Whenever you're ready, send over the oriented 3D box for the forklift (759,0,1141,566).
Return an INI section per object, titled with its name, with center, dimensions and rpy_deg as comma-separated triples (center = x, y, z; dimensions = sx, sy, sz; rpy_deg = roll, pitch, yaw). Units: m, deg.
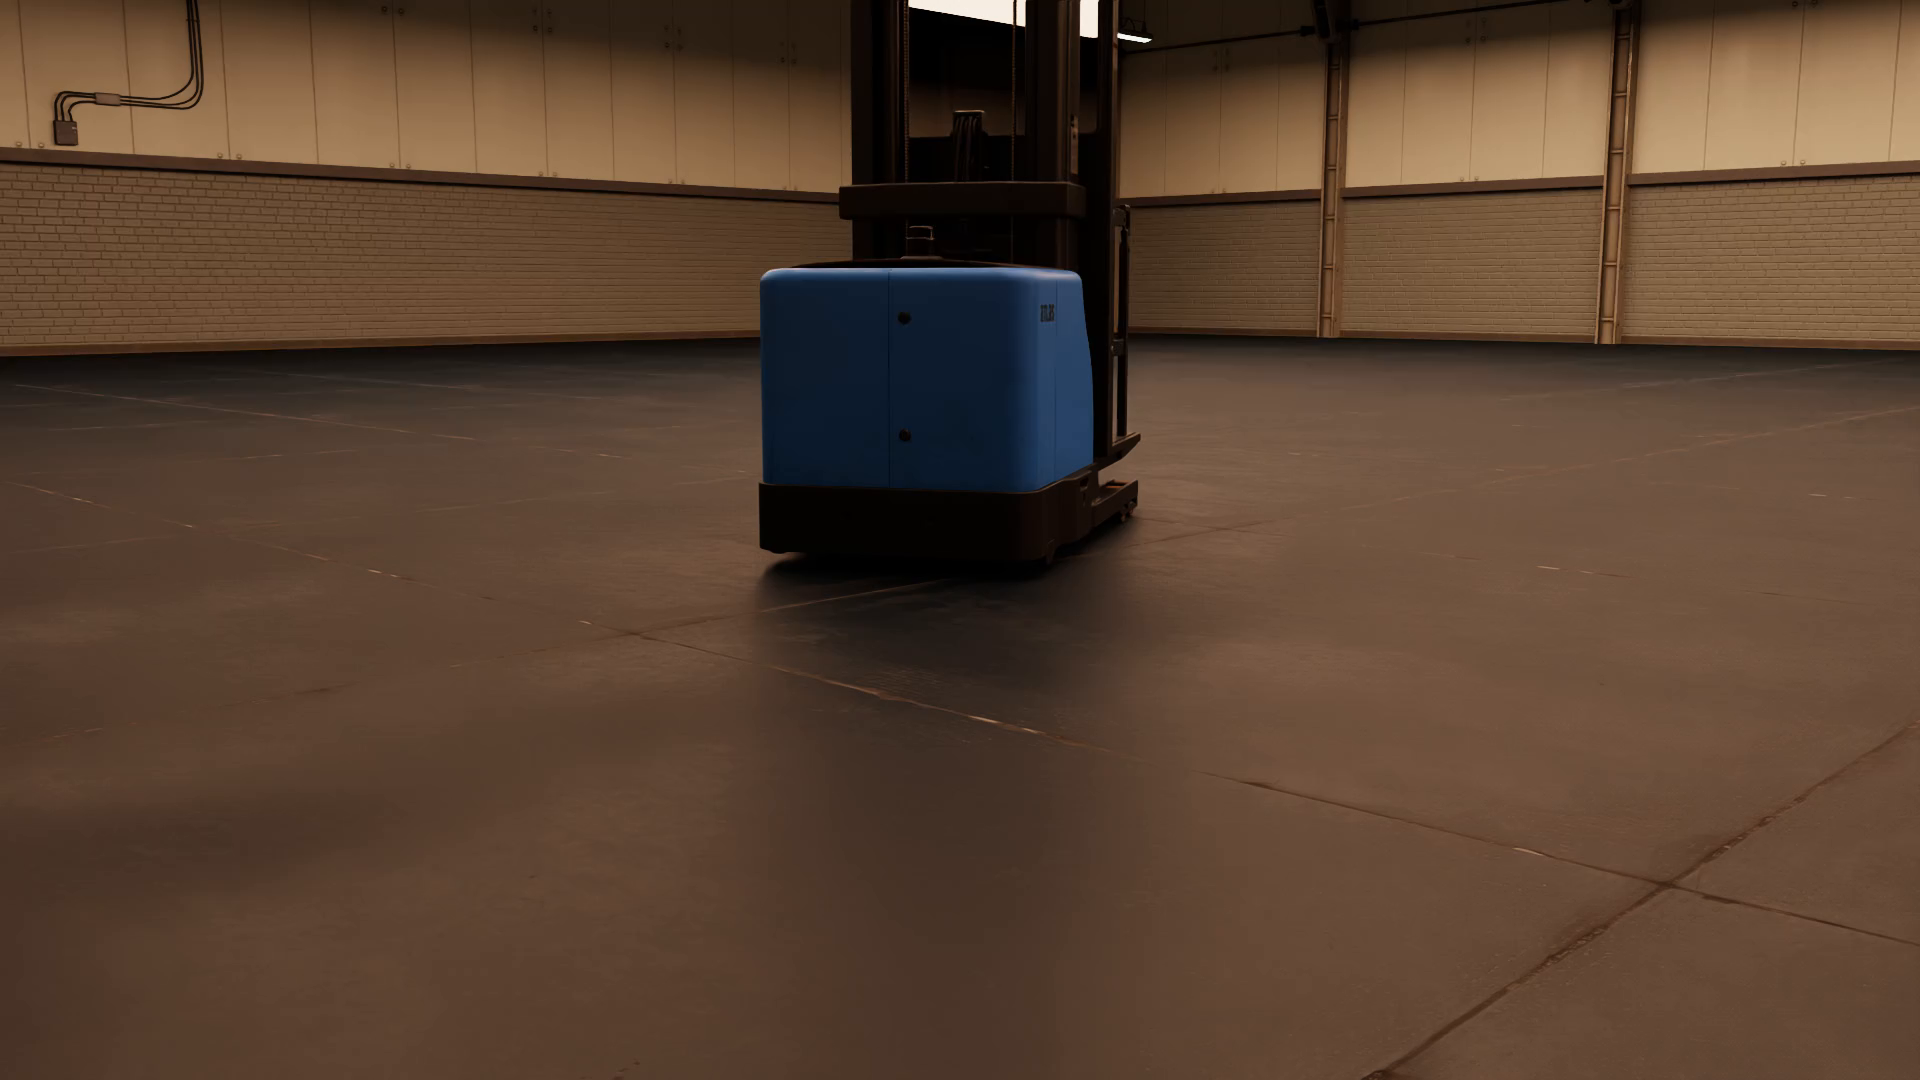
[forklift]
center = 0.169, -1.537, 7.079
dimensions = 1.130, 2.935, 3.031
rpy_deg = 2, 9, 16
